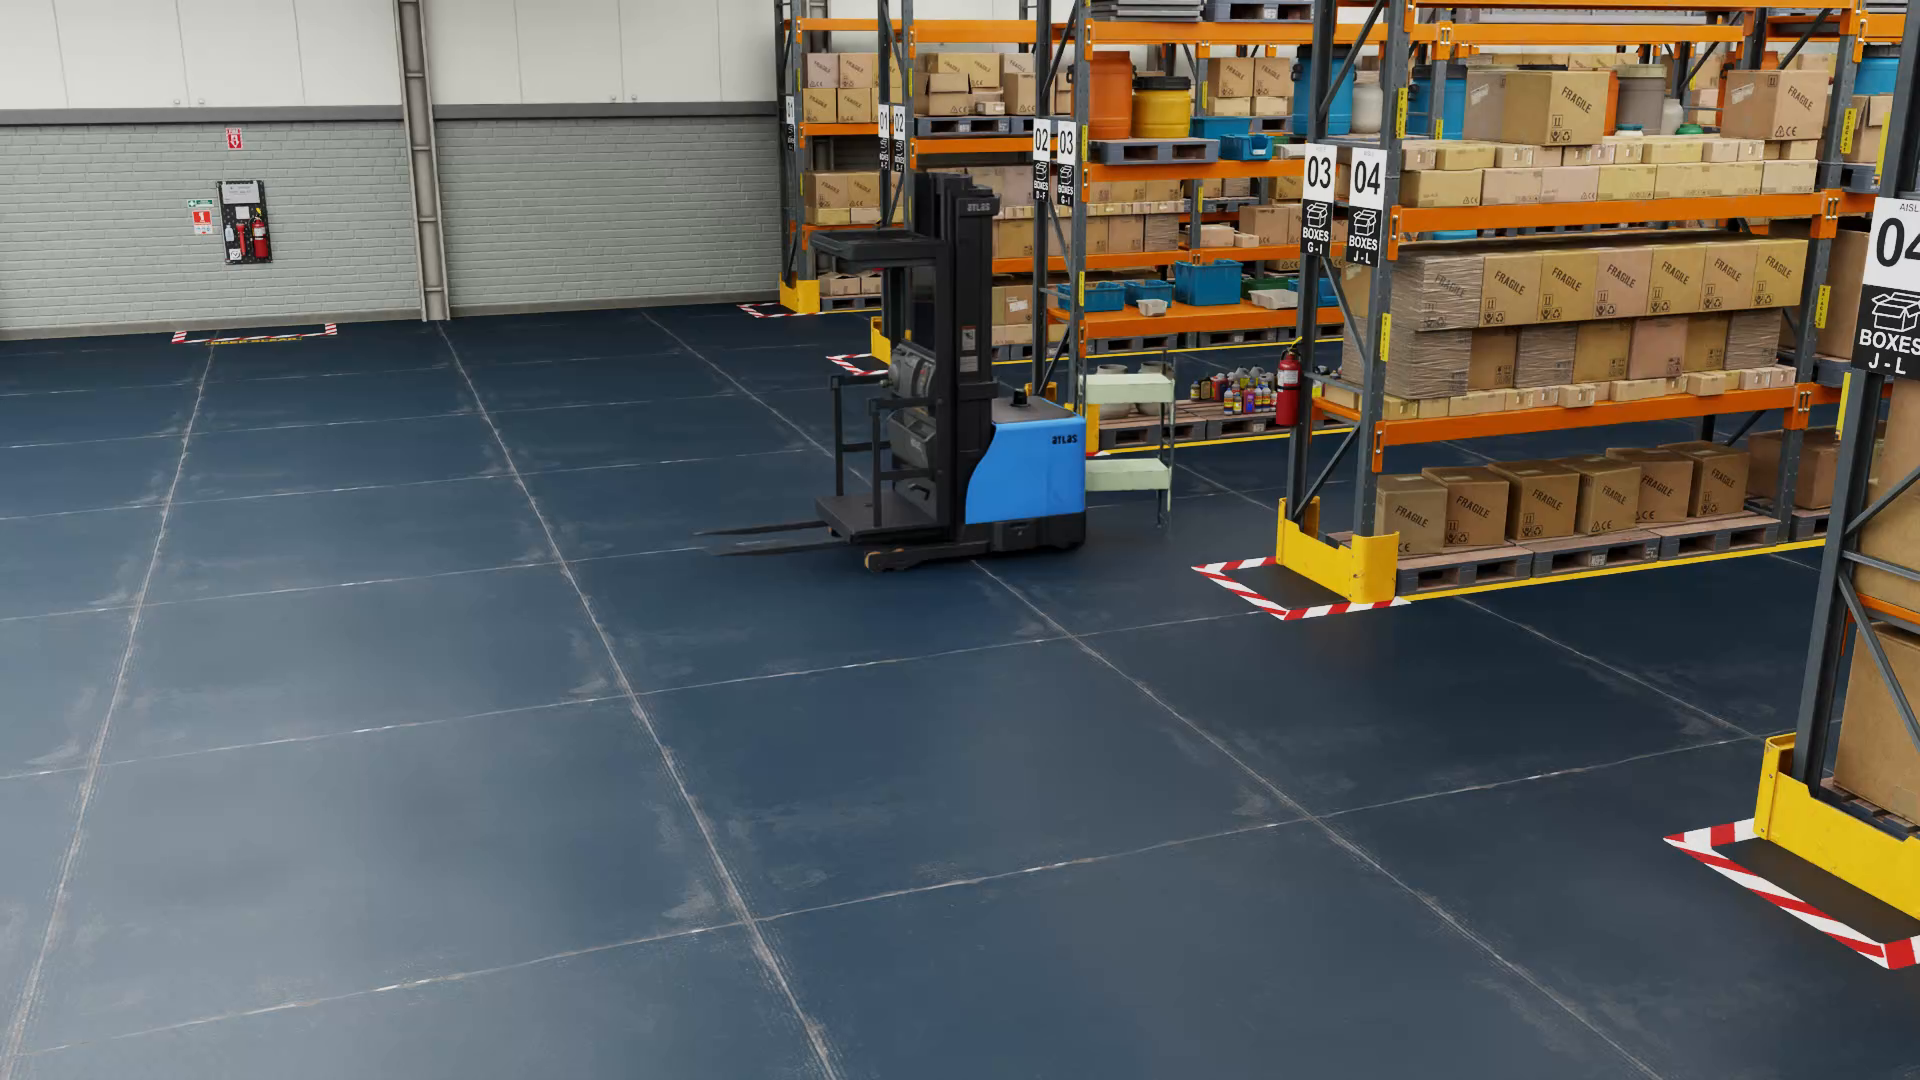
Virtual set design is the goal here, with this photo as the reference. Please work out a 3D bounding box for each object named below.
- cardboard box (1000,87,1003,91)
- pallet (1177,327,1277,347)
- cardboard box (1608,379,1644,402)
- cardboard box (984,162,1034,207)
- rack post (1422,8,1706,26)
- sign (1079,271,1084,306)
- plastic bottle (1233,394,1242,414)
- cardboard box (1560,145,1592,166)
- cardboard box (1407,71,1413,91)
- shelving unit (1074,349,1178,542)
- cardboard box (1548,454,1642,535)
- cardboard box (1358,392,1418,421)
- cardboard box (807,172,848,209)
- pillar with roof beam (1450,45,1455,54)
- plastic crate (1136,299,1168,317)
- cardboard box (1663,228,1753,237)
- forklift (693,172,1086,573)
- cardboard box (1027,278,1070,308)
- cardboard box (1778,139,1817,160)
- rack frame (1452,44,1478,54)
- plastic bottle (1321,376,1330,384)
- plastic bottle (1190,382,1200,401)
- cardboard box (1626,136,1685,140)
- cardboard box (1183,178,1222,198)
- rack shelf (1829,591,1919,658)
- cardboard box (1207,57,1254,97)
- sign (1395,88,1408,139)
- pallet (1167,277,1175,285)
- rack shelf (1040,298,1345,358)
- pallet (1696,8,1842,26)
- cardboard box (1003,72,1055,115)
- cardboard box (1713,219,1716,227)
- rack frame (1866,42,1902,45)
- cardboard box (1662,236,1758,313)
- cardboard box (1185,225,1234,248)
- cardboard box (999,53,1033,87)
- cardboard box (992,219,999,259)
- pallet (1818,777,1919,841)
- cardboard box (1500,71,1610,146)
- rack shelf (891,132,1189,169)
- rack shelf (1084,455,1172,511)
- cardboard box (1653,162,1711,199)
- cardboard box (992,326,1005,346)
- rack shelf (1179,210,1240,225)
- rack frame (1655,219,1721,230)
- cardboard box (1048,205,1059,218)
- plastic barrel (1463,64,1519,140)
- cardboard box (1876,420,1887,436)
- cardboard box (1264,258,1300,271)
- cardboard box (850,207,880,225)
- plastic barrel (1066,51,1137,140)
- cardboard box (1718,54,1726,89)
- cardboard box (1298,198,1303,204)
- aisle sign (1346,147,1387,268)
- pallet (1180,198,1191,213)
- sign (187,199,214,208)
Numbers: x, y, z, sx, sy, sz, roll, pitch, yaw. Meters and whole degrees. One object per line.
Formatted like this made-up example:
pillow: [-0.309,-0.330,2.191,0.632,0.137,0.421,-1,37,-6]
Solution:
cardboard box: [0.784,-6.828,25.988,0.500,0.500,0.500,-6,17,-19]
pallet: [3.620,-2.891,23.067,1.213,0.211,1.003,-6,17,-20]
cardboard box: [4.985,-1.170,12.706,0.250,0.149,0.380,-6,17,-20]
cardboard box: [0.660,-4.566,21.342,0.500,0.500,0.700,-6,17,-20]
rack post: [6.523,-6.036,17.827,3.121,1.000,1.013,-6,17,-20]
sign: [1.172,-2.425,16.040,0.005,0.325,0.100,-6,17,-20]
plastic bottle: [2.881,-1.417,17.285,0.097,0.201,0.097,0,16,0]
cardboard box: [4.318,-2.782,11.982,0.250,0.149,0.380,-7,18,-23]
cardboard box: [7.779,-7.892,28.867,0.500,0.500,0.700,-7,18,-23]
shelving unit: [1.331,-0.774,13.571,0.755,1.500,0.431,-2,16,-7]
cardboard box: [5.015,-0.367,13.214,0.500,0.500,0.500,-8,18,-25]
cardboard box: [3.103,-0.979,12.056,0.250,0.149,0.380,-6,17,-20]
cardboard box: [-2.012,-5.310,25.257,0.500,0.500,0.500,-6,17,-20]
pillar with roof beam: [10.524,-8.297,25.883,0.400,9.000,9.100,-6,17,-20]
plastic crate: [1.930,-2.316,16.630,0.250,0.136,0.298,-6,17,-20]
cardboard box: [5.976,-2.229,13.386,0.500,0.500,0.500,-6,17,-20]
forklift: [-0.560,-1.320,12.891,3.031,2.935,1.130,-6,17,-20]
cardboard box: [1.192,-3.129,21.733,0.500,0.500,0.500,-6,17,-20]
cardboard box: [6.287,-2.987,12.681,0.250,0.149,0.380,-6,17,-18]
rack frame: [8.640,-9.132,28.725,0.127,3.000,1.000,-6,17,-20]
plastic bottle: [3.961,-1.621,17.848,0.135,0.276,0.152,-6,17,-20]
plastic bottle: [2.537,-1.606,17.929,0.097,0.201,0.097,0,16,0]
cardboard box: [5.374,-3.041,12.867,0.250,0.149,0.380,-6,17,-18]
cardboard box: [3.957,-5.996,27.734,0.500,0.500,0.700,-8,18,-25]
rack shelf: [6.300,0.325,8.445,4.000,0.370,1.077,-6,17,-20]
cardboard box: [3.536,-6.124,21.996,0.500,0.500,0.500,-6,17,-19]
sign: [2.946,-2.850,11.104,0.005,0.325,0.100,-6,17,-20]
pallet: [3.037,-4.312,27.907,1.213,0.211,1.003,-6,17,-20]
rack shelf: [2.847,-2.294,17.362,4.000,0.370,1.077,-6,17,-20]
pallet: [9.134,-5.904,18.778,1.003,0.211,1.213,-6,17,-20]
cardboard box: [0.859,-5.592,20.823,0.500,0.500,0.500,-6,17,-20]
cardboard box: [11.466,-5.031,25.228,0.500,0.500,0.500,-6,17,-19]
rack frame: [14.151,-8.232,25.661,0.127,3.000,1.000,-6,17,-20]
cardboard box: [5.699,-2.039,12.739,0.500,0.500,0.500,-6,17,-20]
cardboard box: [3.390,-4.133,22.616,0.500,0.250,0.500,-5,17,-17]
cardboard box: [0.799,-7.302,25.828,0.500,0.500,0.500,-8,18,-25]
cardboard box: [0.140,-3.887,21.332,0.500,0.500,0.700,-6,17,-19]
pallet: [5.151,1.418,8.395,1.213,0.211,1.003,-6,17,-20]
cardboard box: [4.235,-3.082,11.855,0.500,0.500,0.500,-6,17,-20]
rack shelf: [1.078,-5.036,21.378,4.000,0.370,1.077,-6,17,-20]
rack shelf: [1.331,-0.461,13.662,0.720,0.370,0.431,-2,16,-7]
cardboard box: [5.189,-2.687,12.368,0.500,0.250,0.500,-6,18,-20]
cardboard box: [0.256,-2.670,21.501,0.500,0.250,0.500,-6,17,-20]
rack shelf: [3.037,-5.303,27.611,4.000,0.370,1.077,-6,17,-20]
rack frame: [8.450,-3.244,19.320,0.127,3.000,1.000,-6,17,-20]
cardboard box: [1.090,-4.238,21.376,0.250,0.149,0.380,-6,17,-20]
plastic barrel: [5.722,-4.694,18.047,0.600,0.901,0.600,0,16,0]
cardboard box: [8.042,-0.705,14.330,0.500,0.500,0.700,-8,18,-25]
cardboard box: [5.638,-5.060,28.575,0.750,0.750,0.750,-6,18,-21]
cardboard box: [-1.517,-5.003,25.542,0.500,0.250,0.500,-7,18,-22]
plastic barrel: [1.388,-4.366,16.312,0.708,0.830,0.600,-6,17,-20]
cardboard box: [11.374,-6.990,24.801,0.500,0.500,0.700,-6,17,-20]
cardboard box: [5.812,-5.739,28.229,0.250,0.149,0.380,-6,17,-18]
aisle sign: [2.801,-2.296,11.480,0.004,0.787,0.394,-6,17,-20]
pallet: [3.071,-5.548,27.507,1.213,0.211,1.003,-6,17,-20]
sign: [-10.691,-4.739,23.408,0.331,0.109,0.001,-6,17,-20]
